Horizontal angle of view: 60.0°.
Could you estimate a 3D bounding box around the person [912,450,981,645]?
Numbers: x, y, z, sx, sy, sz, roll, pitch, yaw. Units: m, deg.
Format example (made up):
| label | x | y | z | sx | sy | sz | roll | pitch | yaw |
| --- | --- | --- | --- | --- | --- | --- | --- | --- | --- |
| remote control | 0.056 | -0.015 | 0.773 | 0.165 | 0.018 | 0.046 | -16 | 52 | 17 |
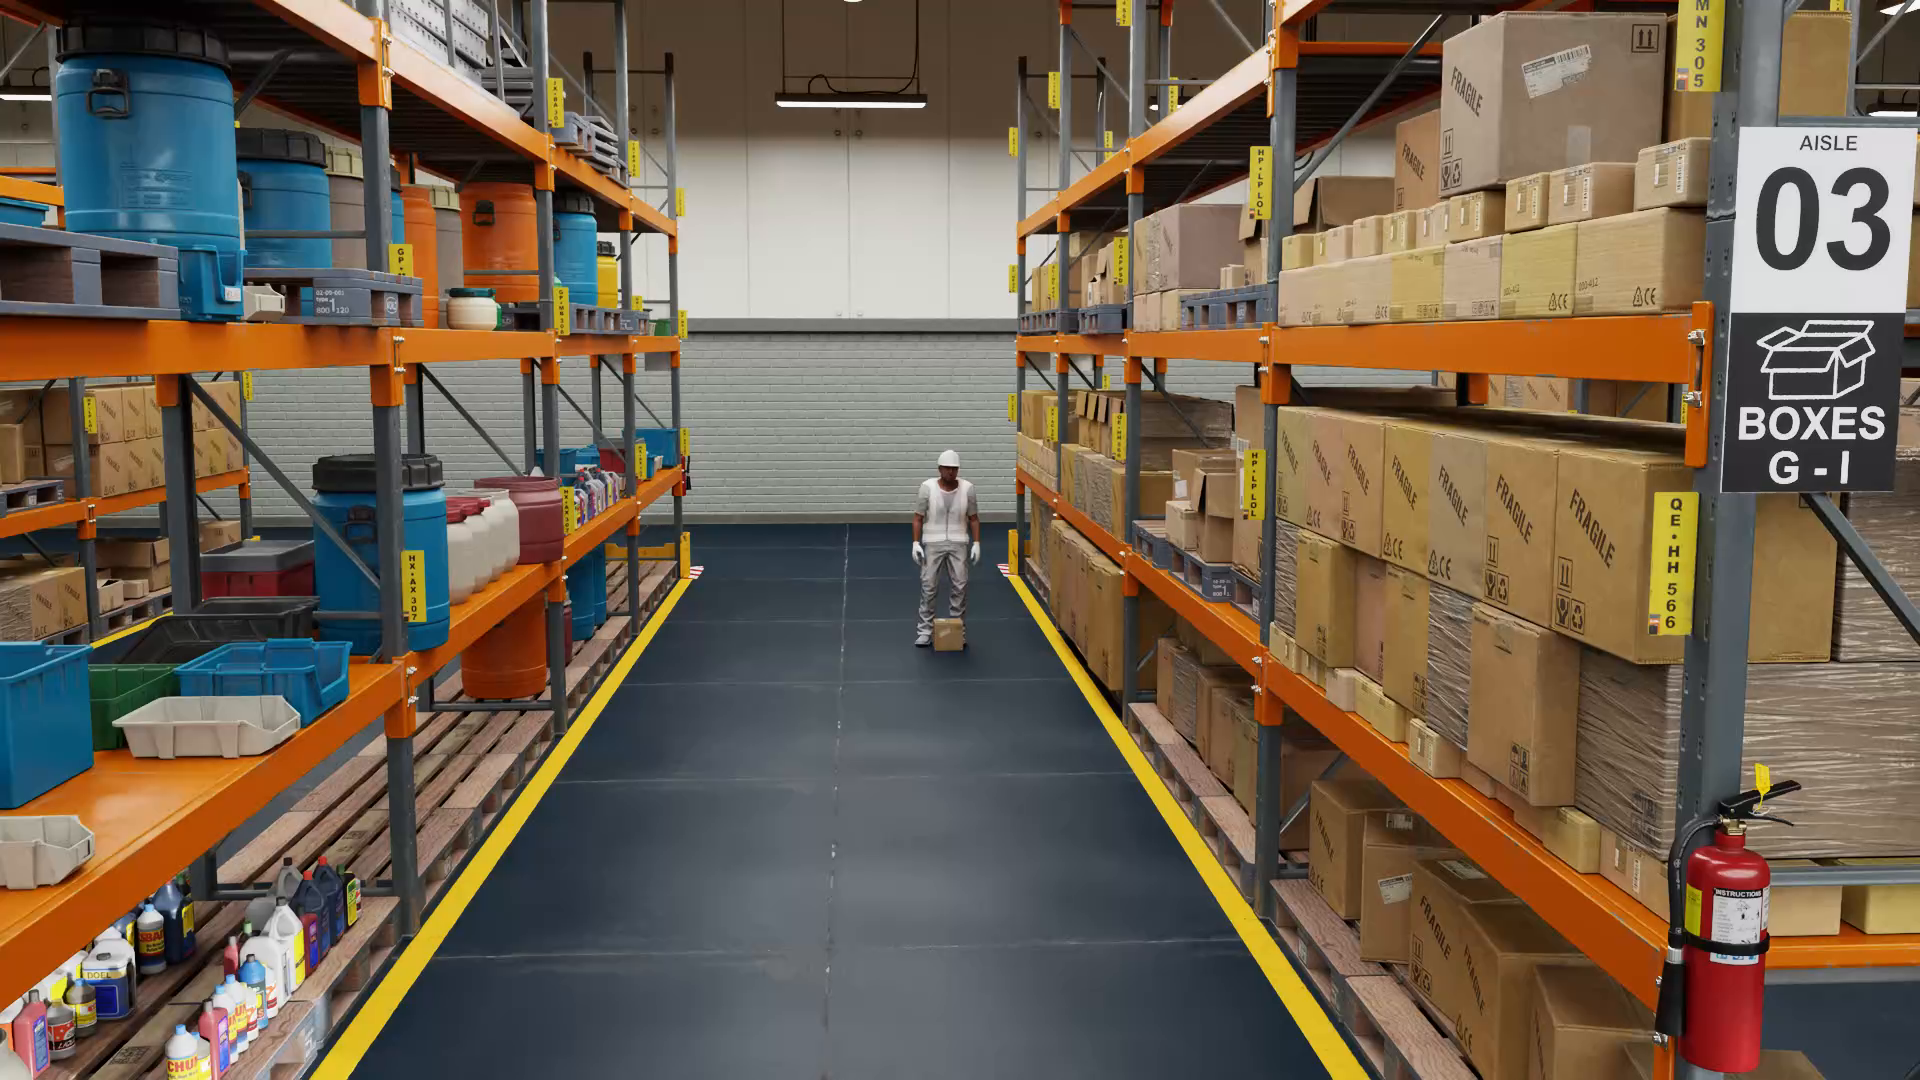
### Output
| label | x | y | z | sx | sy | sz | roll | pitch | yaw |
| --- | --- | --- | --- | --- | --- | --- | --- | --- | --- |
| person | -0.123 | 0.068 | 15.114 | 0.630 | 1.776 | 0.443 | -1 | 7 | -7 |
